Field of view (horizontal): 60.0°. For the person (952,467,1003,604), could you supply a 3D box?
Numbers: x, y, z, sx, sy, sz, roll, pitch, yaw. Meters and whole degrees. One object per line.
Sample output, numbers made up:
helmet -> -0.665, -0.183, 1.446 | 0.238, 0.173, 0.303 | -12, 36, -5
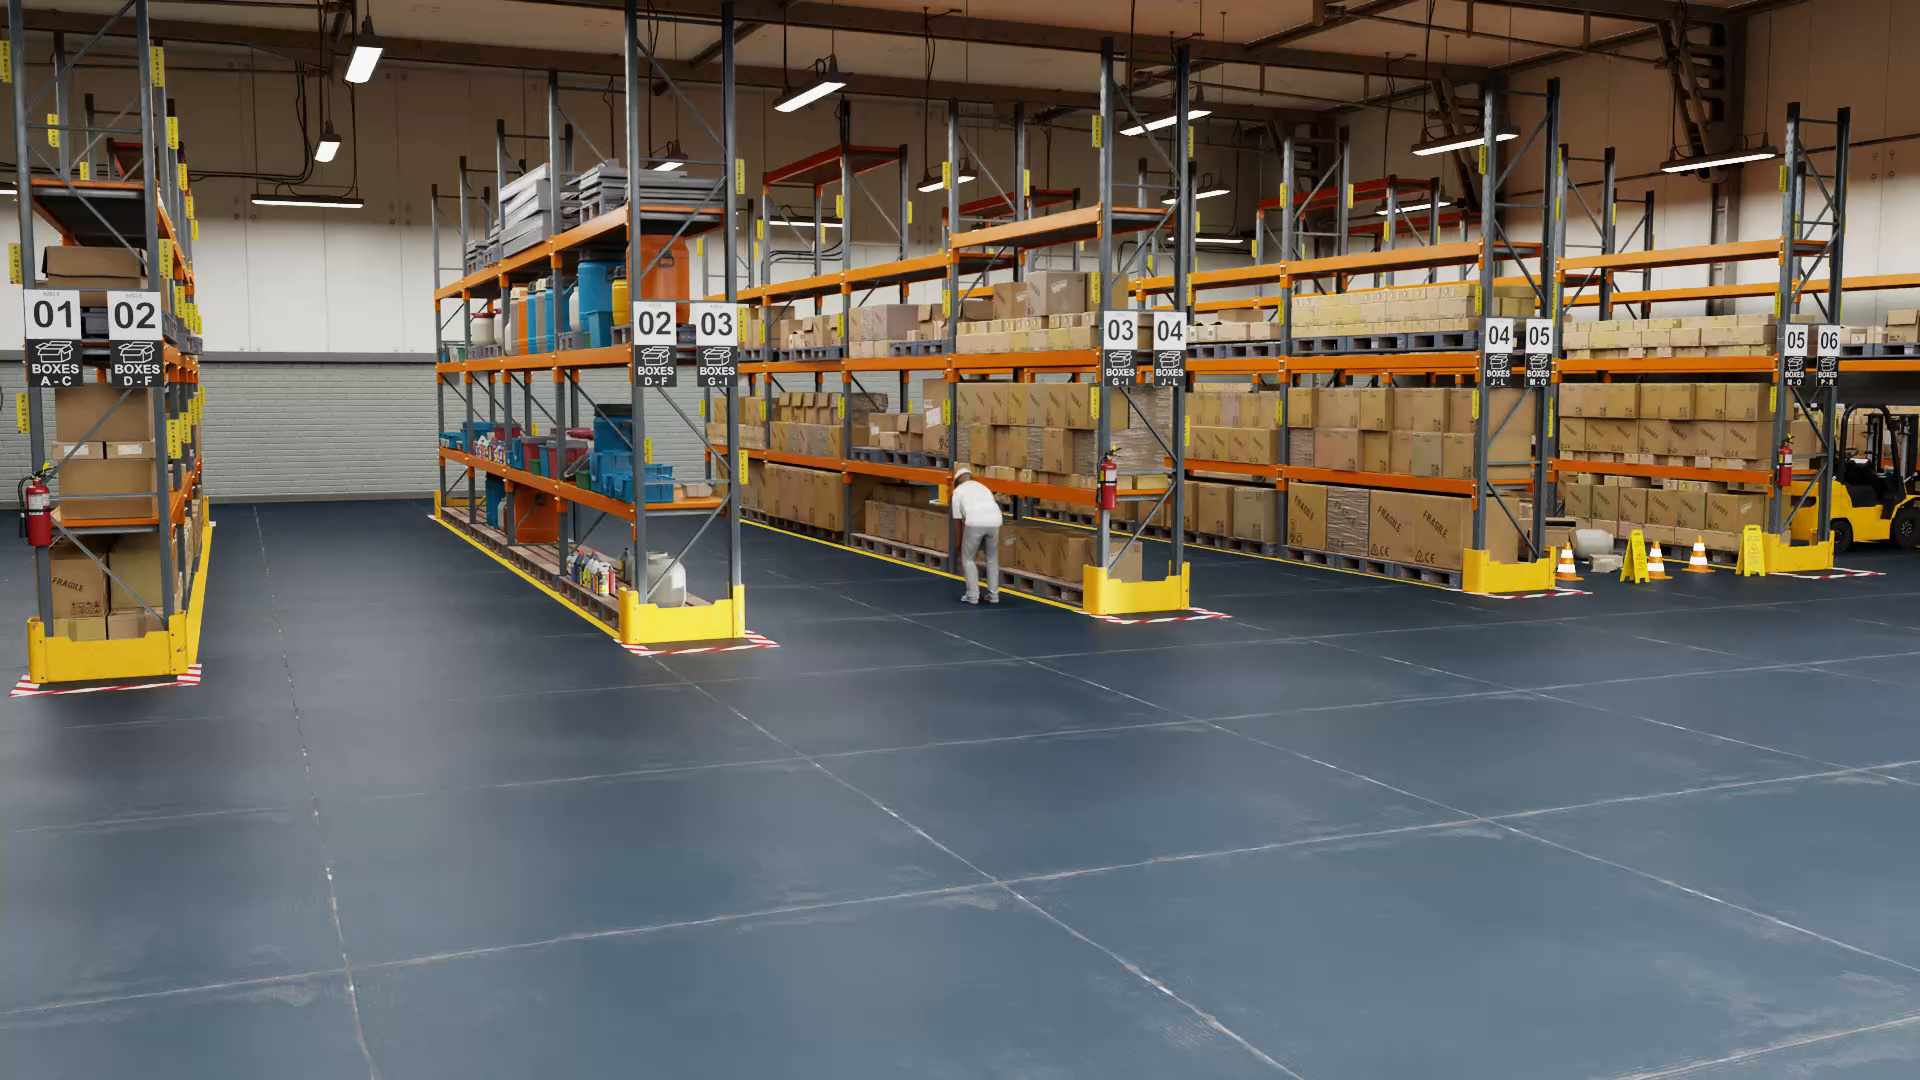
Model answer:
person -> 0.152, -0.062, 18.763 | 0.475, 1.490, 0.842 | -2, 6, -21
